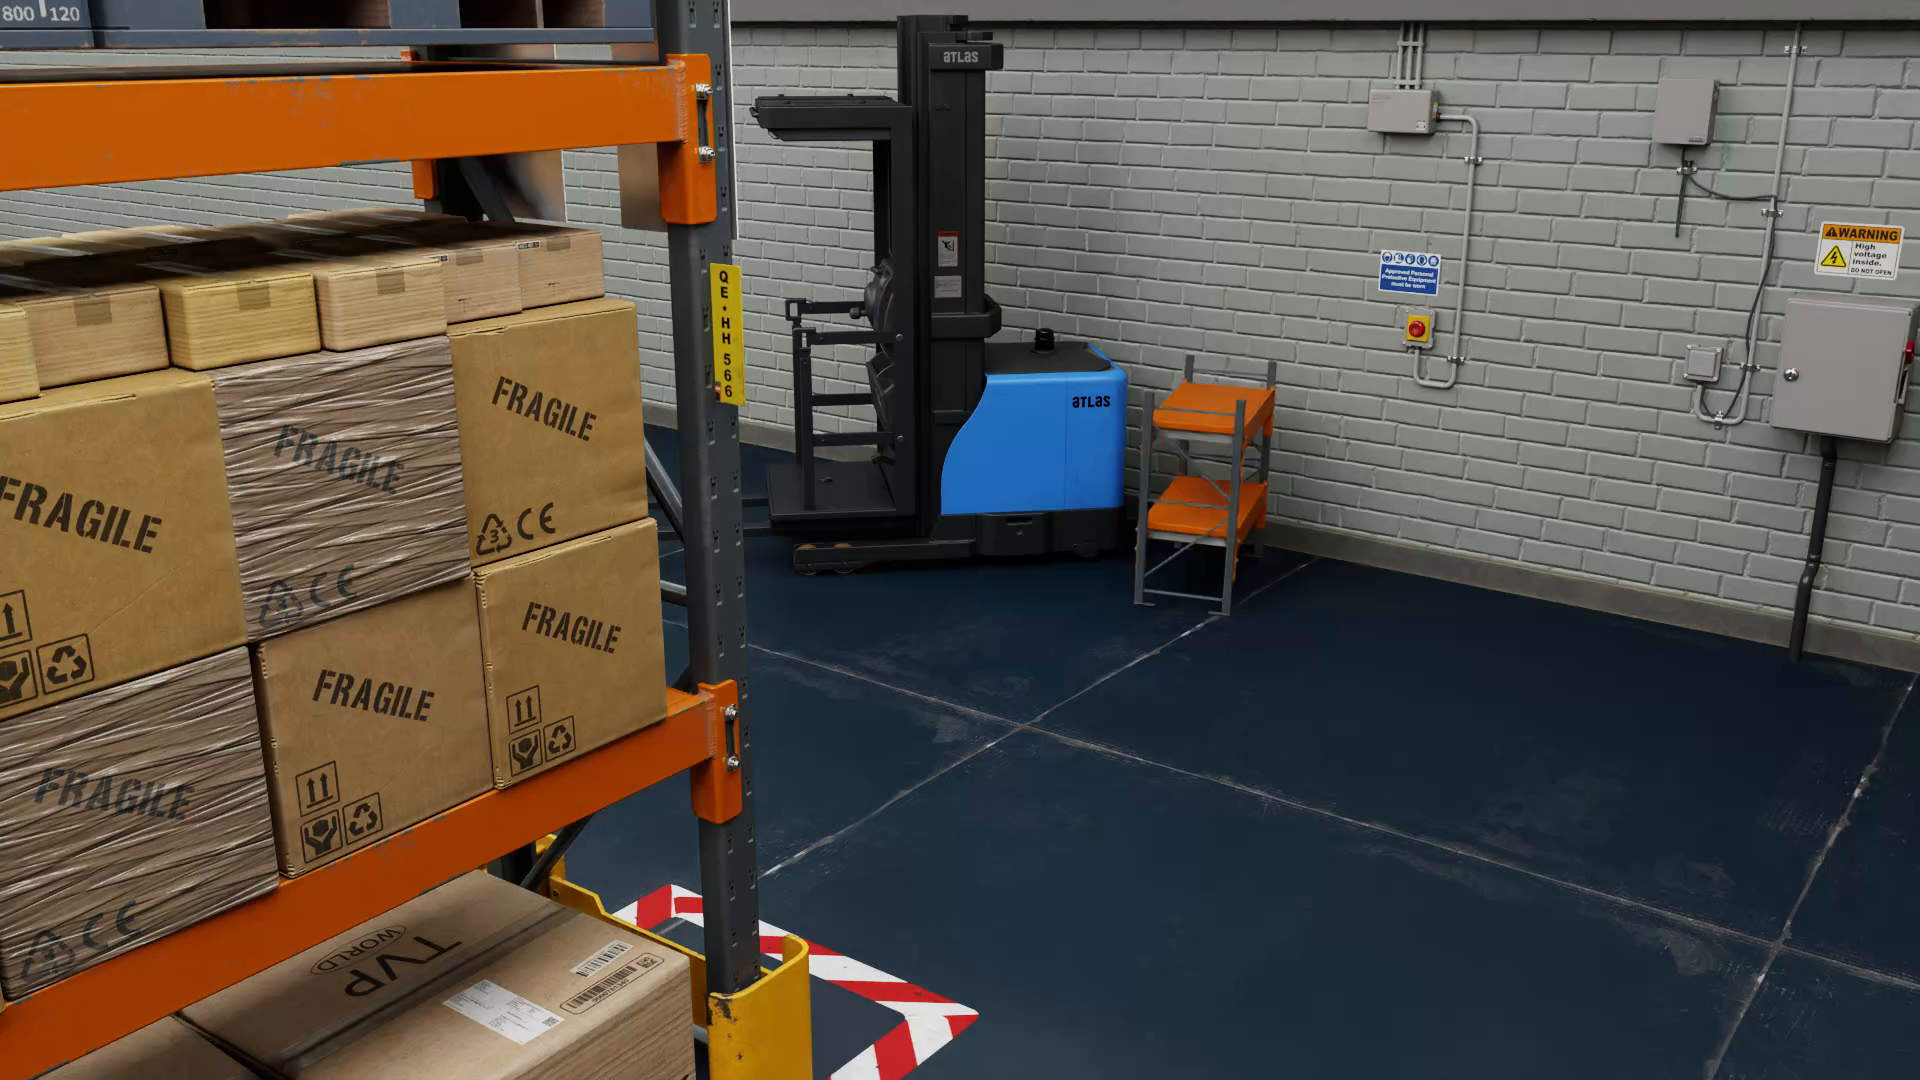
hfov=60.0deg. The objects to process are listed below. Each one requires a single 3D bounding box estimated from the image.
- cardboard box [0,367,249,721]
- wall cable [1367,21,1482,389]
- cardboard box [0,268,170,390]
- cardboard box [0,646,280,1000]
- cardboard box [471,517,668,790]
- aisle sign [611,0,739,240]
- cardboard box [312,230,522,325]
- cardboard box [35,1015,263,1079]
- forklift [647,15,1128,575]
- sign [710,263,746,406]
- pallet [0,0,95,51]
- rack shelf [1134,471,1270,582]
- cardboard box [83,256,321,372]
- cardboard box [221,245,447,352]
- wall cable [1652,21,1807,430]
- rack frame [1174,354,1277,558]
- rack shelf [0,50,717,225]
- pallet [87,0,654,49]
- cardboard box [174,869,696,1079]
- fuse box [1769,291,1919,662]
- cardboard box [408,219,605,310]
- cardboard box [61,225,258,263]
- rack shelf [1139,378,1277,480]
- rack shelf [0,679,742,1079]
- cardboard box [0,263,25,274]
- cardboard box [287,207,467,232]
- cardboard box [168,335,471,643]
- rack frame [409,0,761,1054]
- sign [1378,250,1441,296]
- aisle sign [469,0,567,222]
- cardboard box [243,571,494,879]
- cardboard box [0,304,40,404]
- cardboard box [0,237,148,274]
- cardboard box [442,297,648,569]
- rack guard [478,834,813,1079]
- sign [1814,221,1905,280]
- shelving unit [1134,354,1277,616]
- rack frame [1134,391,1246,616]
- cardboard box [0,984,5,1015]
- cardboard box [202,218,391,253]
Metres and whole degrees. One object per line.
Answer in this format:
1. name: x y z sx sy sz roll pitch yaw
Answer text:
1. cardboard box: -1.651 -0.032 2.934 0.500 0.500 0.500 12 21 34
2. wall cable: 2.371 -1.758 8.580 0.585 1.953 0.123 12 21 35
3. cardboard box: -1.637 -0.381 2.964 0.380 0.149 0.250 12 21 34
4. cardboard box: -1.654 0.445 3.085 0.500 0.500 0.500 13 22 36
5. cardboard box: -1.045 0.204 3.862 0.500 0.500 0.500 13 21 35
6. aisle sign: -0.678 -1.114 3.890 0.394 0.787 0.004 12 21 35
7. cardboard box: -1.155 -0.560 3.540 0.380 0.149 0.250 13 21 36
8. cardboard box: -1.821 1.507 3.445 0.875 0.438 0.875 13 22 36
9. forklift: -0.624 -1.374 9.225 3.031 2.935 1.130 -2 17 -8
10. sign: -0.542 -0.477 3.871 0.100 0.325 0.005 12 21 35
11. pallet: -2.130 -0.830 2.451 1.003 0.211 1.213 12 21 35
12. rack shelf: 1.314 -0.088 8.937 0.538 0.278 1.000 7 18 18
13. cardboard box: -1.424 -0.431 3.125 0.380 0.149 0.250 13 21 36
14. cardboard box: -1.241 -0.483 3.294 0.380 0.149 0.250 12 21 34
15. wall cable: 3.517 -1.495 7.786 0.588 1.984 0.122 12 21 35
16. rack frame: 1.481 -0.464 9.323 0.500 1.125 0.032 7 18 18
17. rack shelf: -2.162 -0.523 2.525 1.077 0.370 4.000 12 21 35
18. pallet: -1.404 -1.122 3.390 1.003 0.211 1.213 12 21 35
19. cardboard box: -1.283 1.288 4.152 0.875 0.438 0.875 12 21 33
20. fuse box: 3.971 -0.236 7.619 0.539 1.711 0.414 12 21 35
21. cardboard box: -1.023 -0.624 3.749 0.380 0.149 0.250 13 21 35
22. cardboard box: -1.750 -0.593 3.647 0.380 0.149 0.250 13 22 36
23. rack shelf: 1.323 -0.600 8.775 0.538 0.278 1.000 7 18 18
24. rack shelf: -2.162 0.910 2.970 1.077 0.370 4.000 12 21 35
25. cardboard box: -2.006 -0.455 3.204 0.380 0.149 0.250 13 21 35
26. cardboard box: -1.404 -0.710 4.023 0.380 0.149 0.250 13 21 36
27. cardboard box: -1.354 -0.149 3.311 0.500 0.500 0.500 13 21 35
28. rack frame: -0.970 0.090 4.397 1.000 3.000 0.127 12 21 35
29. sign: 2.369 -1.410 8.770 0.327 0.218 0.001 12 21 35
30. aisle sign: -1.160 -1.220 4.232 0.394 0.787 0.004 12 21 35
31. cardboard box: -1.356 0.320 3.485 0.500 0.500 0.500 12 21 34
32. cardboard box: -1.739 -0.311 2.739 0.380 0.149 0.250 13 22 36
33. cardboard box: -1.892 -0.527 3.435 0.380 0.149 0.250 12 21 33
34. cardboard box: -1.066 -0.279 3.729 0.500 0.500 0.500 13 22 36
35. rack guard: -0.956 1.278 4.786 1.175 0.500 0.348 12 21 35
36. sign: 4.050 -1.305 7.496 0.339 0.242 0.001 12 21 35
37. shelving unit: 1.318 -0.321 8.863 0.538 1.125 1.048 7 18 18
38. rack frame: 1.154 -0.178 8.404 0.500 1.125 0.032 7 18 18
39. cardboard box: -1.952 0.570 2.682 0.500 0.500 0.500 13 22 36
40. cardboard box: -1.503 -0.635 3.782 0.380 0.149 0.250 13 22 36
